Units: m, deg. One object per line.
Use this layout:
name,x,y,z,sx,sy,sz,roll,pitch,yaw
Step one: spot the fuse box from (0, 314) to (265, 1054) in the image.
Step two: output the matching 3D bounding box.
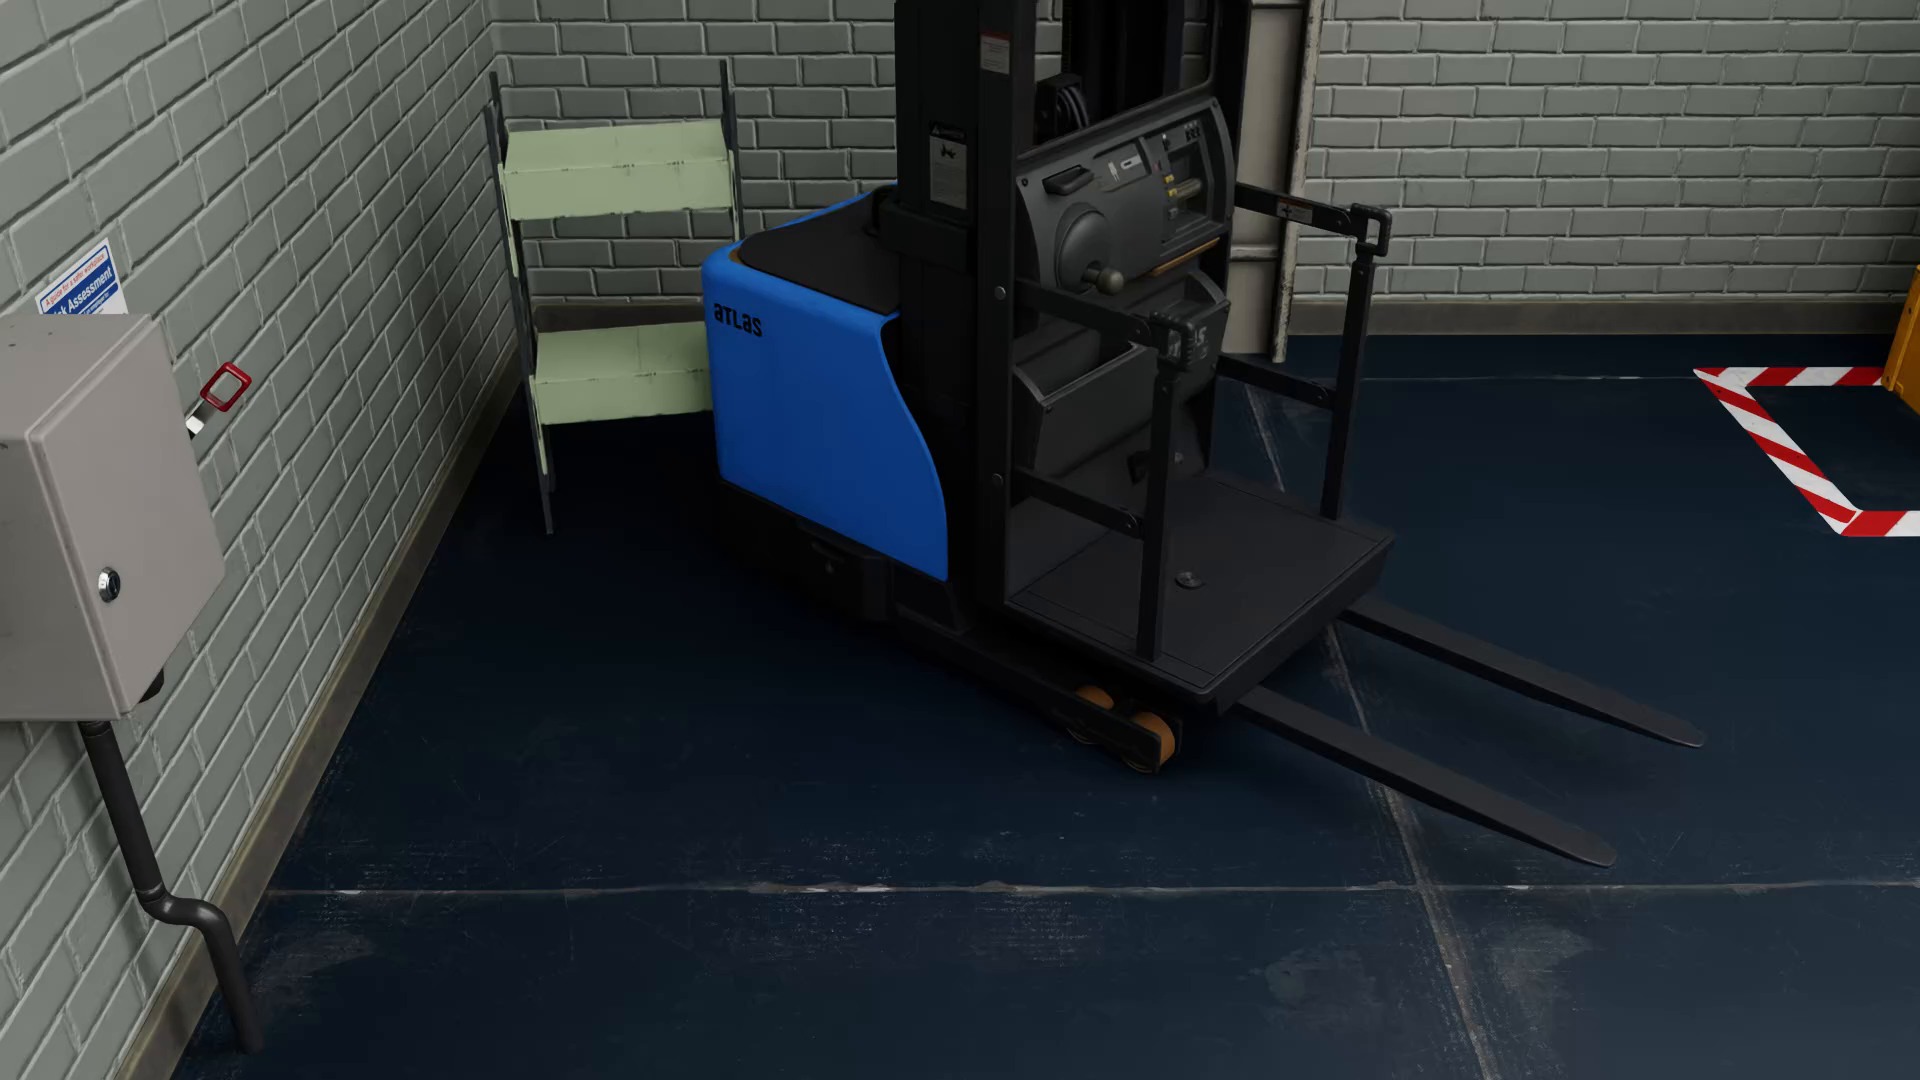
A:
fuse box,-1.604,0.417,3.414,0.414,1.711,0.539,0,31,0

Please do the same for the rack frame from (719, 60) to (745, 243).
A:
rack frame,-0.742,-0.832,5.676,0.023,1.500,0.400,-6,32,-9

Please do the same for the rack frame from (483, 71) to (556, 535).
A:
rack frame,-1.461,-0.762,5.560,0.023,1.500,0.400,-6,32,-9

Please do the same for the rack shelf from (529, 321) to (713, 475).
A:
rack shelf,-1.102,-0.519,5.787,0.720,0.370,0.431,-6,32,-9

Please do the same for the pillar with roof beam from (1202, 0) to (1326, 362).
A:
pillar with roof beam,1.192,-2.439,1.095,0.400,9.000,9.100,0,31,0

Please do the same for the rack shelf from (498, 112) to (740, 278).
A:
rack shelf,-1.102,-1.131,5.416,0.720,0.370,0.431,-6,32,-9

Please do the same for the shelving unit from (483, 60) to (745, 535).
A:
shelving unit,-1.102,-0.797,5.618,0.755,1.500,0.431,-6,32,-9

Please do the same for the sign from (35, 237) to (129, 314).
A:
sign,-1.814,-0.349,3.525,0.001,0.494,0.329,0,31,0

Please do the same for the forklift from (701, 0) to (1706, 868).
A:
forklift,0.630,-0.912,4.427,3.031,2.935,1.130,24,39,34

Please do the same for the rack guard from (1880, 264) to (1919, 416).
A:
rack guard,3.944,-0.580,6.224,0.348,0.500,1.175,0,31,0
